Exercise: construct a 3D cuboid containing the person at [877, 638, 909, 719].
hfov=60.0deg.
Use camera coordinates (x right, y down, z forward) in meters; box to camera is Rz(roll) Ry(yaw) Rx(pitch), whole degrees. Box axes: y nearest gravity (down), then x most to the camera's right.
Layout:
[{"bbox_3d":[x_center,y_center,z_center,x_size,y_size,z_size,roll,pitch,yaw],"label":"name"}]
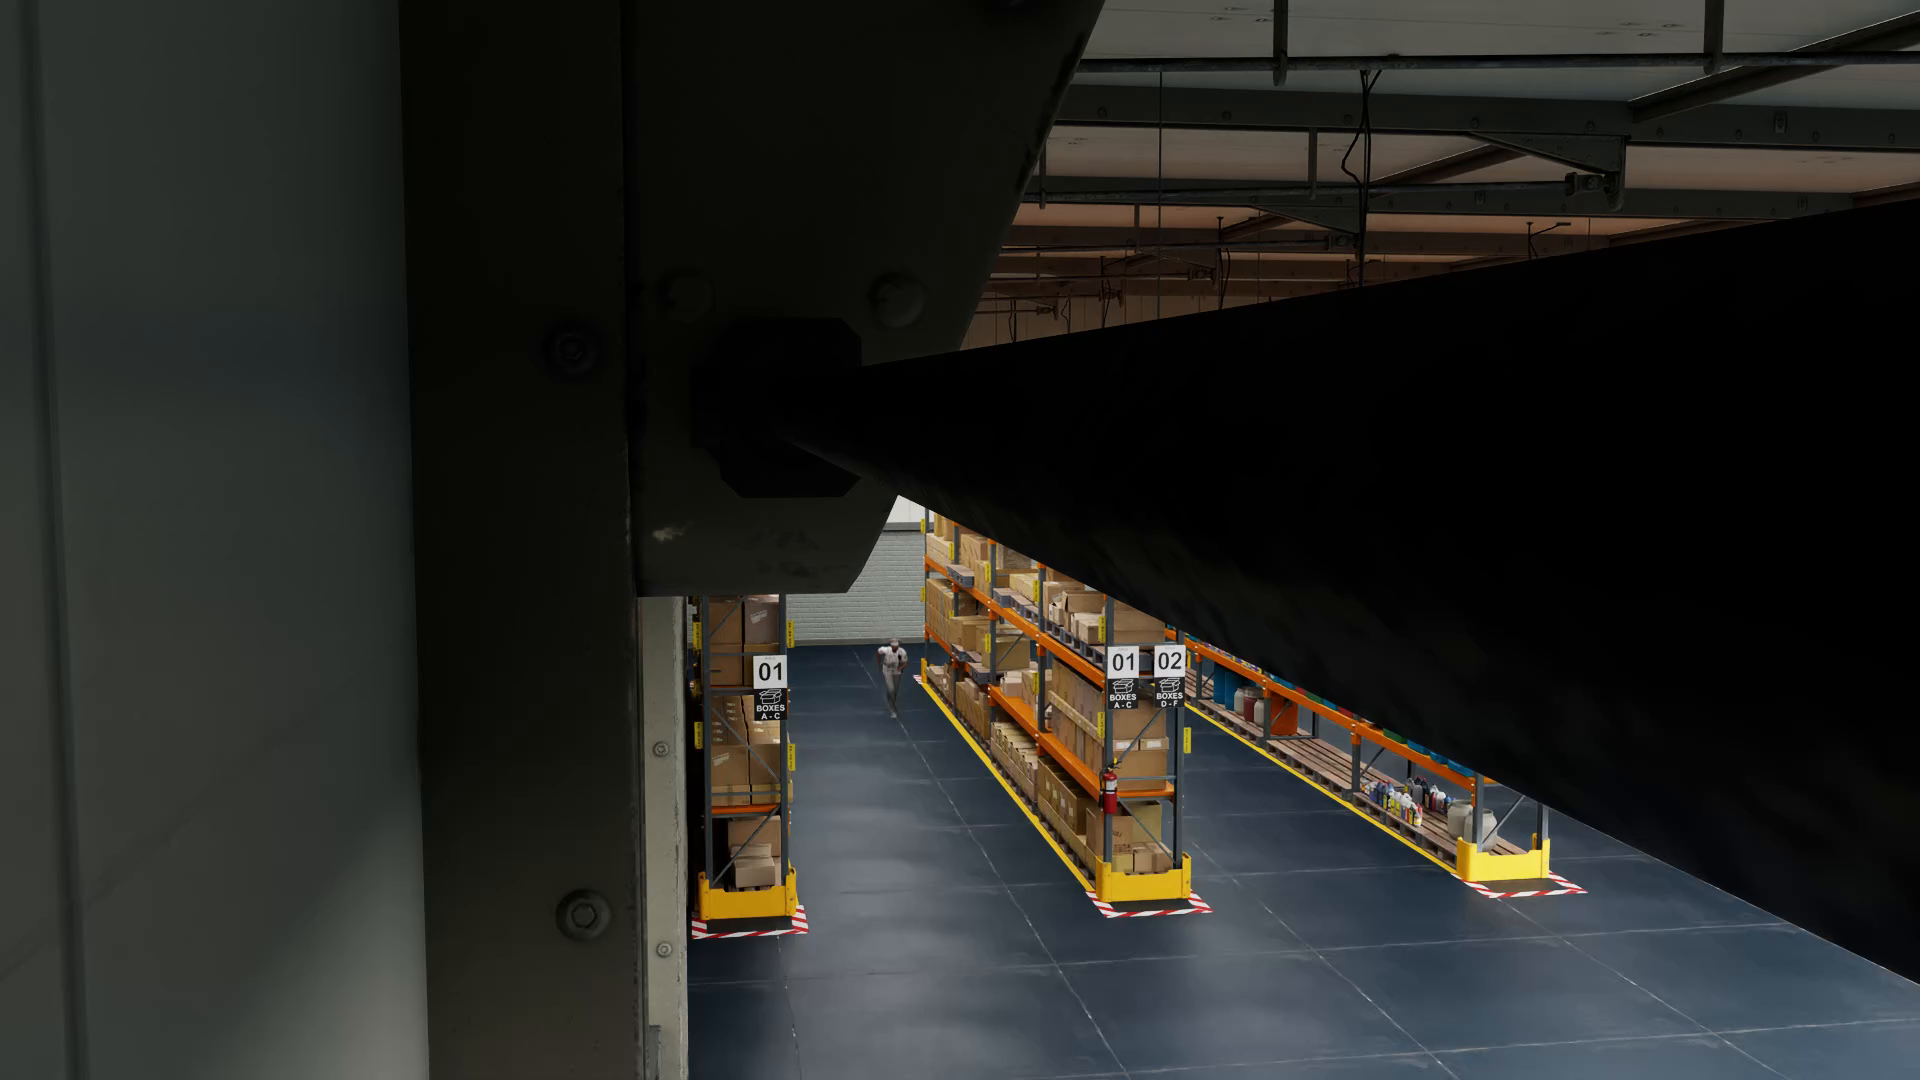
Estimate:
[{"bbox_3d":[-1.334,2.691,32.798,0.619,1.625,0.978,-1,5,-6],"label":"person"}]
